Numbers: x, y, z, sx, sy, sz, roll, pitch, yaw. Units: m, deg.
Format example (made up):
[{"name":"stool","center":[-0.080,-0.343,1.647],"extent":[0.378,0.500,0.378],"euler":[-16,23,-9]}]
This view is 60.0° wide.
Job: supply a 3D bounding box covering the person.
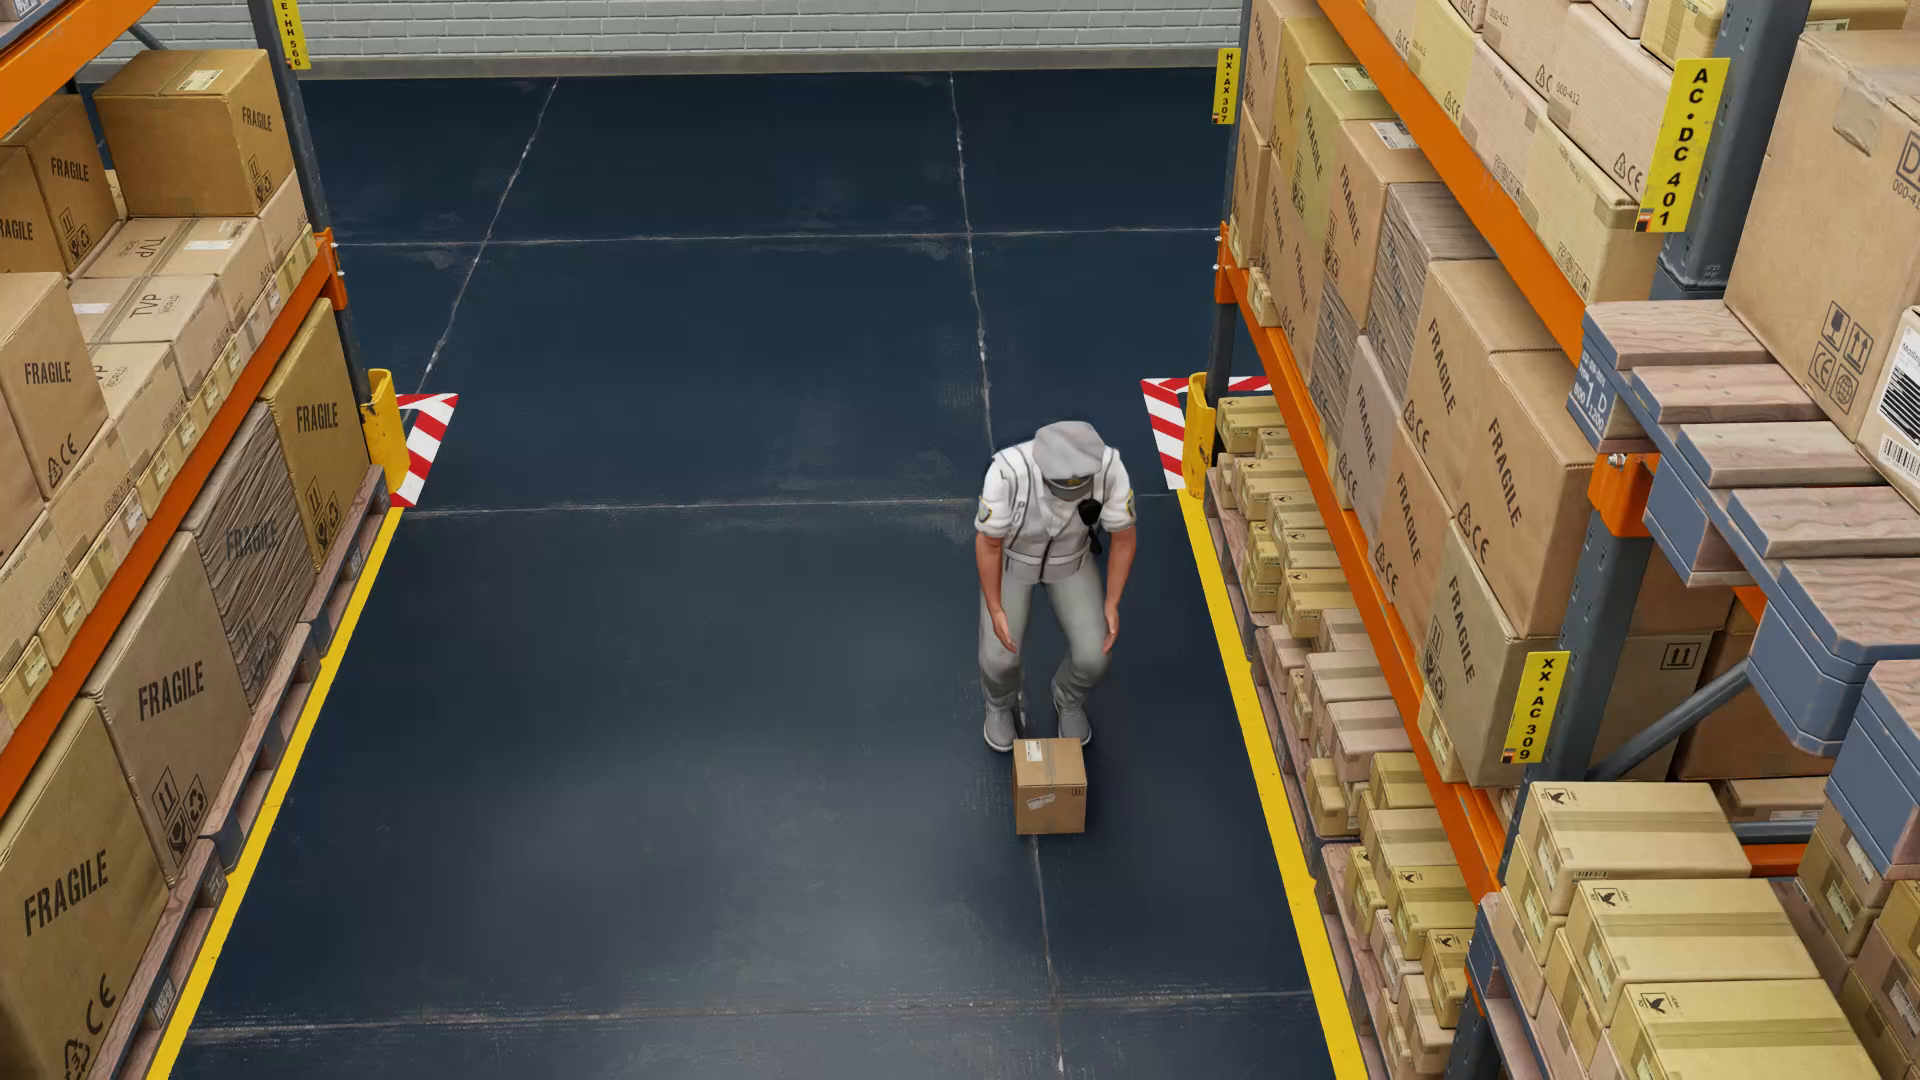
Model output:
[{"name":"person","center":[0.342,0.138,6.152],"extent":[0.587,1.523,0.729],"euler":[-2,35,-3]}]
